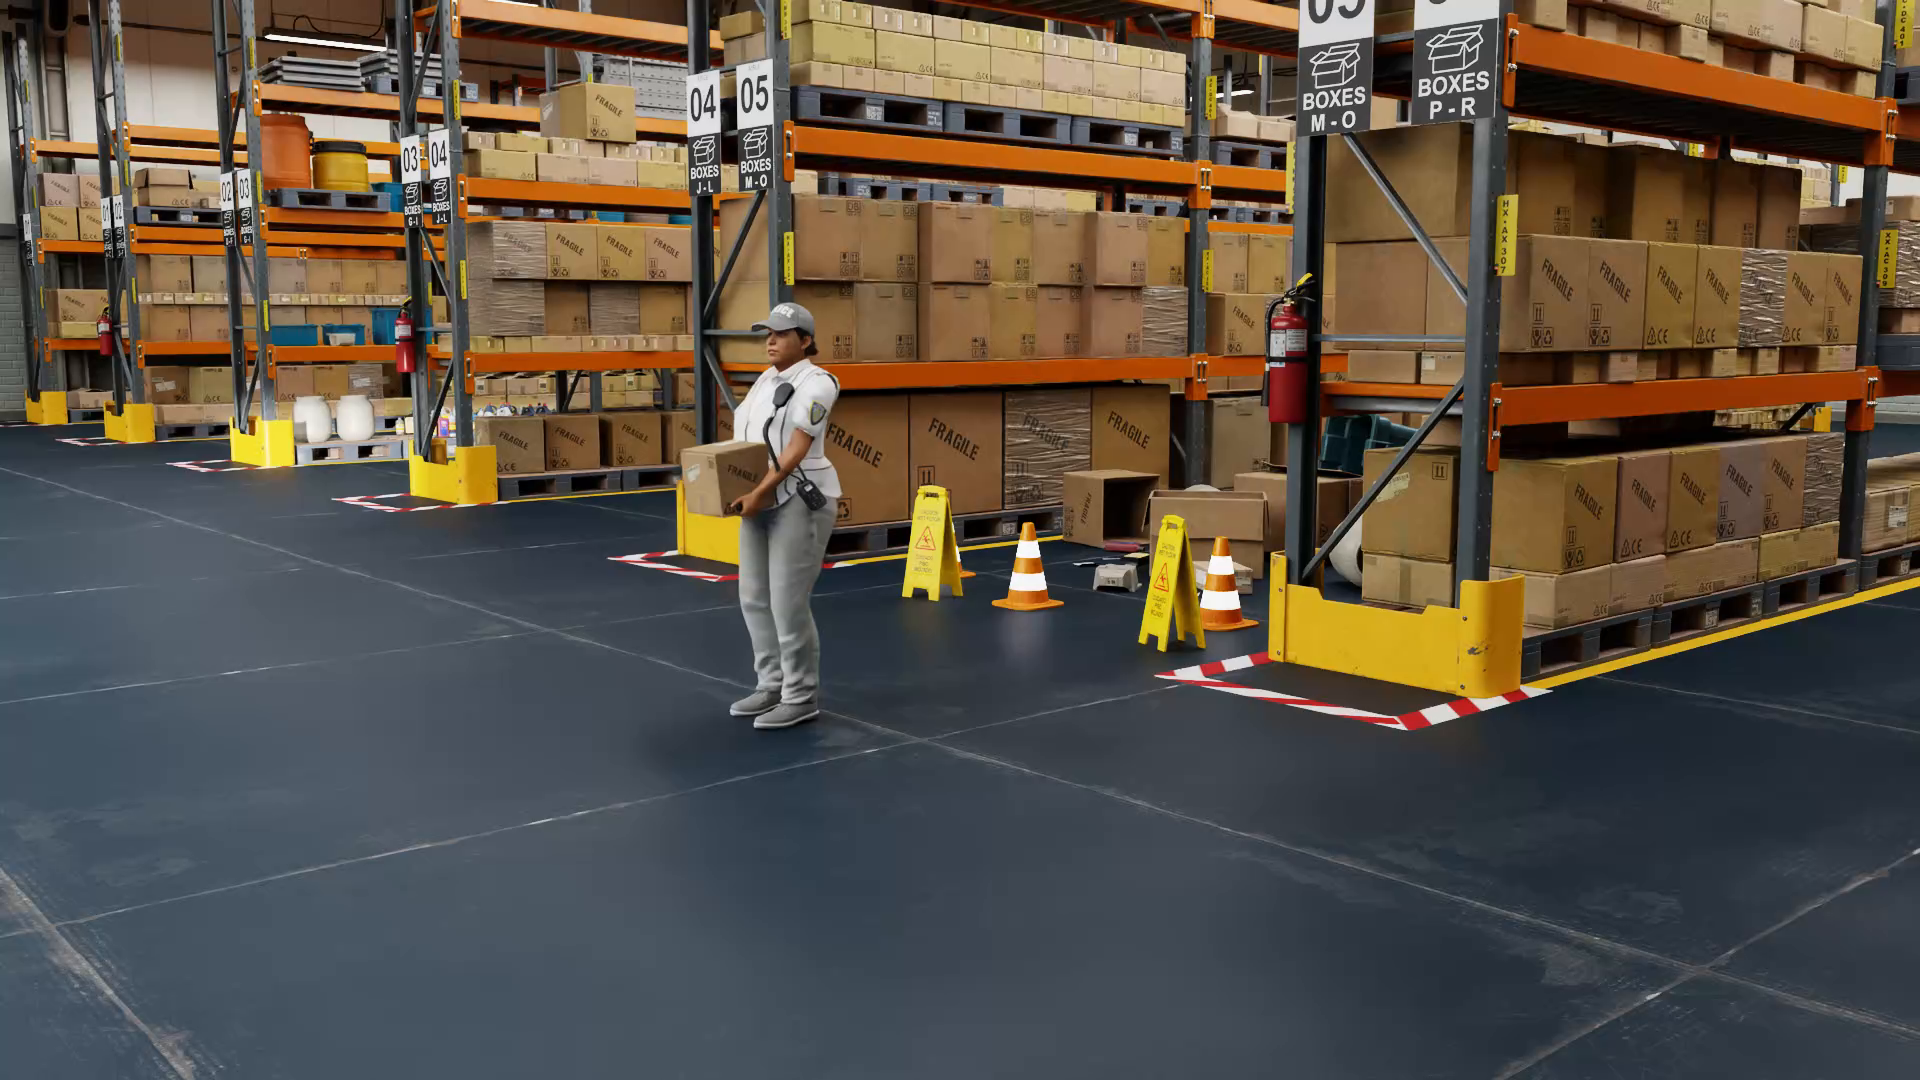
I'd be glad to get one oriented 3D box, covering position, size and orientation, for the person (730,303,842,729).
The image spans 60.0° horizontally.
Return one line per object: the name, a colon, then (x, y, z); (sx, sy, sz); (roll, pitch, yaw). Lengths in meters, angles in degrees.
person: (-0.750, -0.101, 6.585); (0.544, 1.662, 0.452); (-6, 10, -40)
